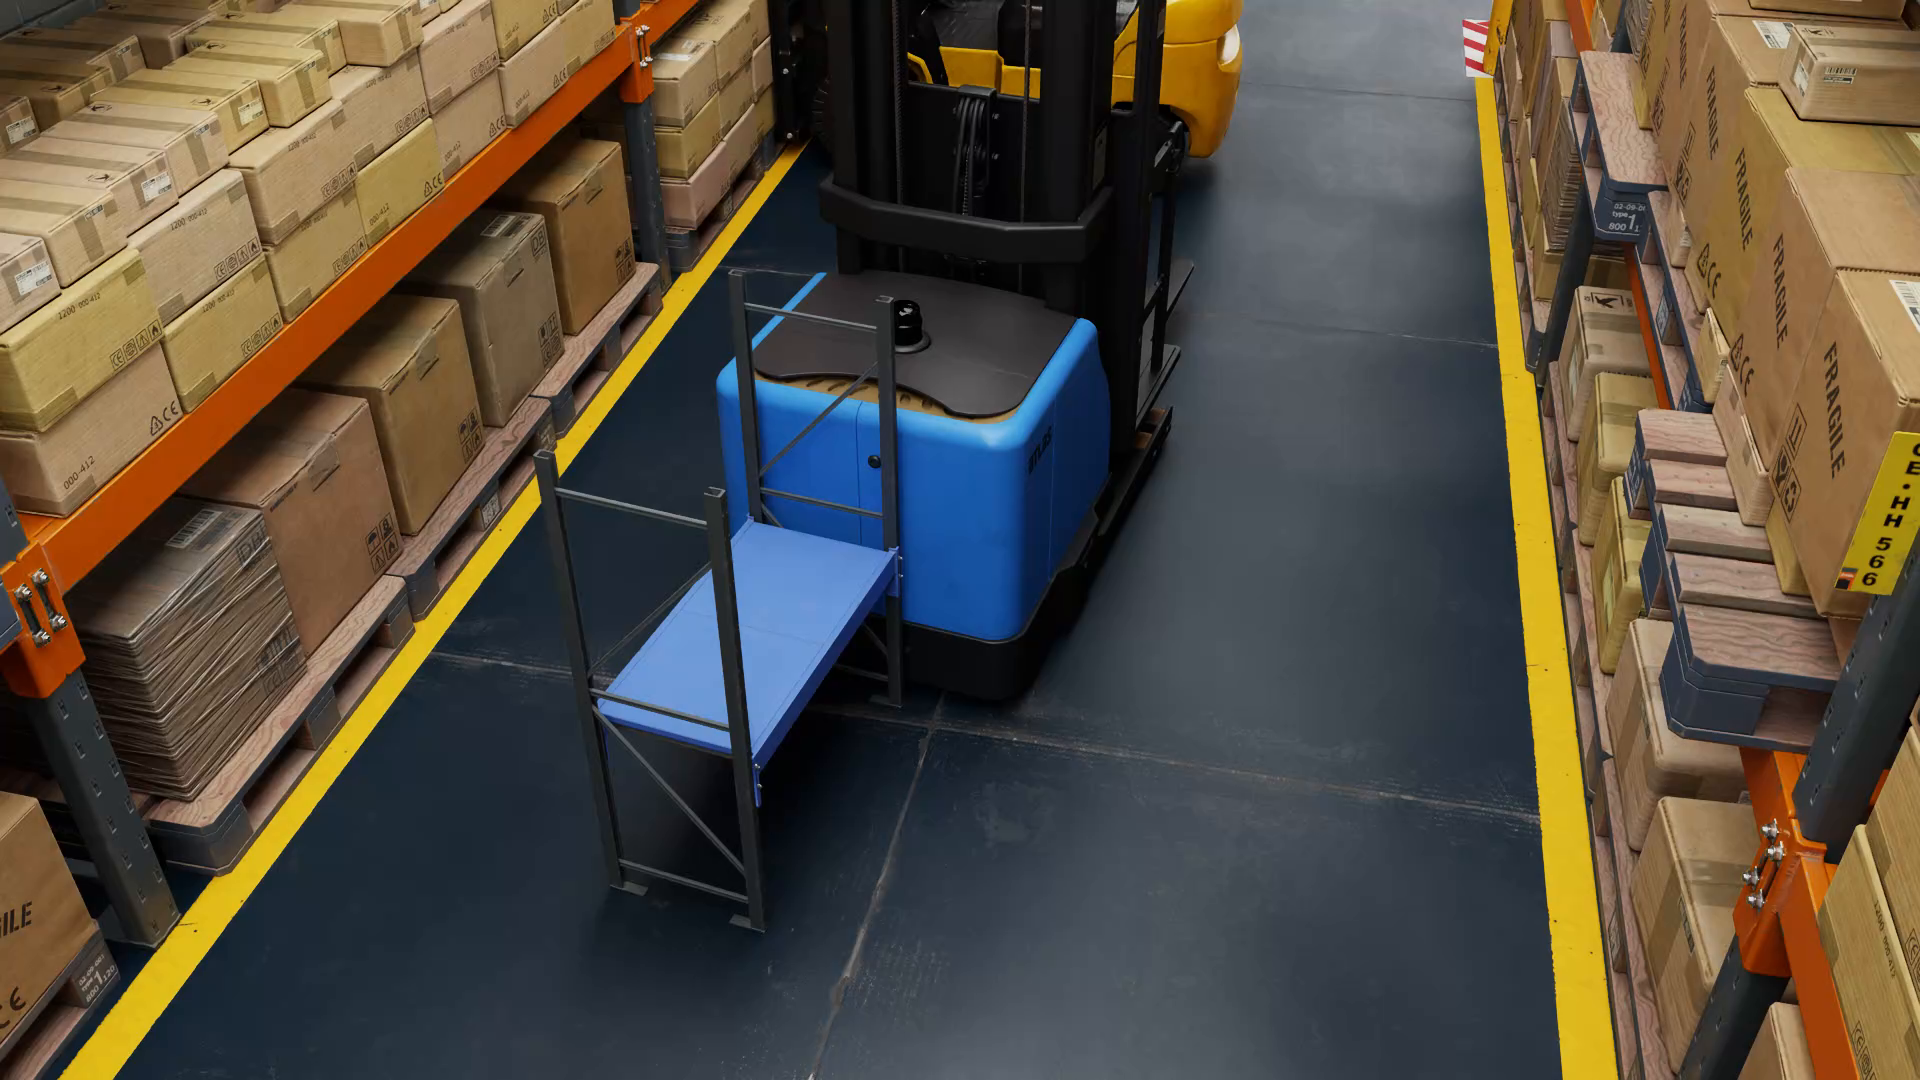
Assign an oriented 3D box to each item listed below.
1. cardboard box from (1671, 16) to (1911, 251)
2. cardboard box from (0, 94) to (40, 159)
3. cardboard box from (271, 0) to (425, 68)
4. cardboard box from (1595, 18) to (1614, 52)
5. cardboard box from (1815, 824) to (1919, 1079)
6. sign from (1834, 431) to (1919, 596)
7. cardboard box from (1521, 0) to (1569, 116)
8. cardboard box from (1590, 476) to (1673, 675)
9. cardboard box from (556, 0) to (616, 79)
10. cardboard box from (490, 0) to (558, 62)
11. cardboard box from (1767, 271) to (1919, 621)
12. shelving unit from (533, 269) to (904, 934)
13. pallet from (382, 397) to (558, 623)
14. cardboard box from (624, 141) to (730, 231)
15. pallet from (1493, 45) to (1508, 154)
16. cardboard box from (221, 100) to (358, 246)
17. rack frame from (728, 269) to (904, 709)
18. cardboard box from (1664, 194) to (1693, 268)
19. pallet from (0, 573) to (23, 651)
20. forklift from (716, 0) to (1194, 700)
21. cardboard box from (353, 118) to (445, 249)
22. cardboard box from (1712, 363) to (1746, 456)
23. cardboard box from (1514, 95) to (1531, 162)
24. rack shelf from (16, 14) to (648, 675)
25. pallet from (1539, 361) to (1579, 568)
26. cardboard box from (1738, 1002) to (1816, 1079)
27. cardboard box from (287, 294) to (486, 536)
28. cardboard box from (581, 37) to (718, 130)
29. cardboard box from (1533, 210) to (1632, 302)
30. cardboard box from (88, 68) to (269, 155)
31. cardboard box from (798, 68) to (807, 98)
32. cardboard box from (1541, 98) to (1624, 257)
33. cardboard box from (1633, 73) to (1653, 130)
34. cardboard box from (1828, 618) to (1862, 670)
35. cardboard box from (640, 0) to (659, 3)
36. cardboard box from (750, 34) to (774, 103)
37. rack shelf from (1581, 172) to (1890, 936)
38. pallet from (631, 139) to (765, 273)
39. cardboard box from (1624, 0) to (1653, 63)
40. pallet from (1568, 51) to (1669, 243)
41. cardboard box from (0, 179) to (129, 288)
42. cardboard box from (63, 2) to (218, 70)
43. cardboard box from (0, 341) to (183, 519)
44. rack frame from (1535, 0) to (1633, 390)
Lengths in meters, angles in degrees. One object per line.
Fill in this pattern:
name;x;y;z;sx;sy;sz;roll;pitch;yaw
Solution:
cardboard box;2.273;-1.068;4.471;0.500;0.500;0.500;6;36;8
cardboard box;-2.809;-1.131;4.616;0.380;0.149;0.250;7;36;9
cardboard box;-1.953;-1.636;5.313;0.380;0.149;0.250;6;36;9
cardboard box;2.749;-1.955;6.606;0.380;0.149;0.250;7;37;9
cardboard box;1.773;0.769;2.761;0.500;0.250;0.500;7;36;9
sign;1.591;-0.041;2.831;0.100;0.325;0.005;7;37;10
cardboard box;3.163;-2.460;8.434;0.500;0.500;0.500;8;37;11
cardboard box;2.571;0.172;5.338;0.950;0.372;0.625;8;37;12
cardboard box;-1.724;-2.072;6.681;0.500;0.250;0.500;8;37;11
cardboard box;-1.830;-1.987;6.137;0.500;0.250;0.500;6;36;9
cardboard box;1.949;-0.168;3.229;0.500;0.500;0.500;6;36;9
shelving unit;-0.602;0.170;4.738;0.538;1.500;1.048;12;38;17
pallet;-2.250;-0.197;6.341;1.003;0.211;1.213;7;37;10
cardboard box;-1.445;-1.747;8.089;0.500;0.250;0.500;8;37;10
pallet;3.608;-2.494;9.511;1.003;0.211;1.213;7;37;10
cardboard box;-2.155;-1.111;4.929;0.500;0.250;0.500;6;36;9
rack frame;-0.423;-0.109;5.123;0.500;1.500;0.032;12;38;17
cardboard box;2.246;-0.882;4.767;0.380;0.149;0.250;9;37;12
pallet;-2.803;0.314;3.424;1.213;0.211;1.003;7;37;10
forklift;0.221;-1.529;5.862;1.130;2.935;3.031;13;38;17
cardboard box;-2.065;-1.205;5.485;0.500;0.250;0.500;8;37;11
cardboard box;2.022;-0.283;3.941;0.380;0.149;0.250;6;36;8
cardboard box;3.169;-2.150;8.646;0.500;0.250;0.500;10;37;13
rack shelf;-2.299;-1.017;5.710;1.077;0.370;4.000;7;37;10
pallet;2.813;-0.259;6.427;1.003;0.211;1.213;7;37;10
cardboard box;1.895;1.535;3.029;0.875;0.875;0.875;7;37;10
cardboard box;-2.304;-0.487;6.032;0.875;0.625;0.625;6;36;8
cardboard box;-1.462;-2.154;7.799;0.500;0.250;0.500;7;36;9
cardboard box;2.842;-1.264;7.423;0.500;0.250;0.500;9;37;12
cardboard box;-2.217;-1.213;4.730;0.380;0.149;0.250;8;37;10
cardboard box;-1.129;-2.625;9.301;0.500;0.250;0.500;8;37;11
cardboard box;2.842;-1.568;7.203;0.500;0.500;0.500;7;36;9
cardboard box;2.489;-1.483;5.597;0.380;0.149;0.250;8;37;11
cardboard box;1.964;0.173;3.311;0.380;0.149;0.250;9;37;12
cardboard box;-1.522;-2.717;7.357;0.500;0.500;0.500;6;36;9
cardboard box;-1.243;-2.528;8.741;0.500;0.250;0.500;7;37;10
rack shelf;2.551;-0.396;4.854;1.077;0.370;4.000;7;37;10
pallet;-1.661;-1.776;8.521;1.003;0.211;1.213;7;37;10
cardboard box;2.598;-1.933;5.664;0.500;0.500;0.500;8;37;11
pallet;2.673;-1.337;5.702;1.003;0.211;1.213;7;37;10
cardboard box;-2.315;-0.763;4.109;0.380;0.149;0.250;8;37;11
cardboard box;-2.545;-1.559;5.207;0.380;0.149;0.250;8;37;11
cardboard box;-2.393;-0.324;4.269;0.500;0.250;0.500;7;37;10
rack frame;2.978;-1.834;6.225;1.000;3.000;0.127;7;37;10
